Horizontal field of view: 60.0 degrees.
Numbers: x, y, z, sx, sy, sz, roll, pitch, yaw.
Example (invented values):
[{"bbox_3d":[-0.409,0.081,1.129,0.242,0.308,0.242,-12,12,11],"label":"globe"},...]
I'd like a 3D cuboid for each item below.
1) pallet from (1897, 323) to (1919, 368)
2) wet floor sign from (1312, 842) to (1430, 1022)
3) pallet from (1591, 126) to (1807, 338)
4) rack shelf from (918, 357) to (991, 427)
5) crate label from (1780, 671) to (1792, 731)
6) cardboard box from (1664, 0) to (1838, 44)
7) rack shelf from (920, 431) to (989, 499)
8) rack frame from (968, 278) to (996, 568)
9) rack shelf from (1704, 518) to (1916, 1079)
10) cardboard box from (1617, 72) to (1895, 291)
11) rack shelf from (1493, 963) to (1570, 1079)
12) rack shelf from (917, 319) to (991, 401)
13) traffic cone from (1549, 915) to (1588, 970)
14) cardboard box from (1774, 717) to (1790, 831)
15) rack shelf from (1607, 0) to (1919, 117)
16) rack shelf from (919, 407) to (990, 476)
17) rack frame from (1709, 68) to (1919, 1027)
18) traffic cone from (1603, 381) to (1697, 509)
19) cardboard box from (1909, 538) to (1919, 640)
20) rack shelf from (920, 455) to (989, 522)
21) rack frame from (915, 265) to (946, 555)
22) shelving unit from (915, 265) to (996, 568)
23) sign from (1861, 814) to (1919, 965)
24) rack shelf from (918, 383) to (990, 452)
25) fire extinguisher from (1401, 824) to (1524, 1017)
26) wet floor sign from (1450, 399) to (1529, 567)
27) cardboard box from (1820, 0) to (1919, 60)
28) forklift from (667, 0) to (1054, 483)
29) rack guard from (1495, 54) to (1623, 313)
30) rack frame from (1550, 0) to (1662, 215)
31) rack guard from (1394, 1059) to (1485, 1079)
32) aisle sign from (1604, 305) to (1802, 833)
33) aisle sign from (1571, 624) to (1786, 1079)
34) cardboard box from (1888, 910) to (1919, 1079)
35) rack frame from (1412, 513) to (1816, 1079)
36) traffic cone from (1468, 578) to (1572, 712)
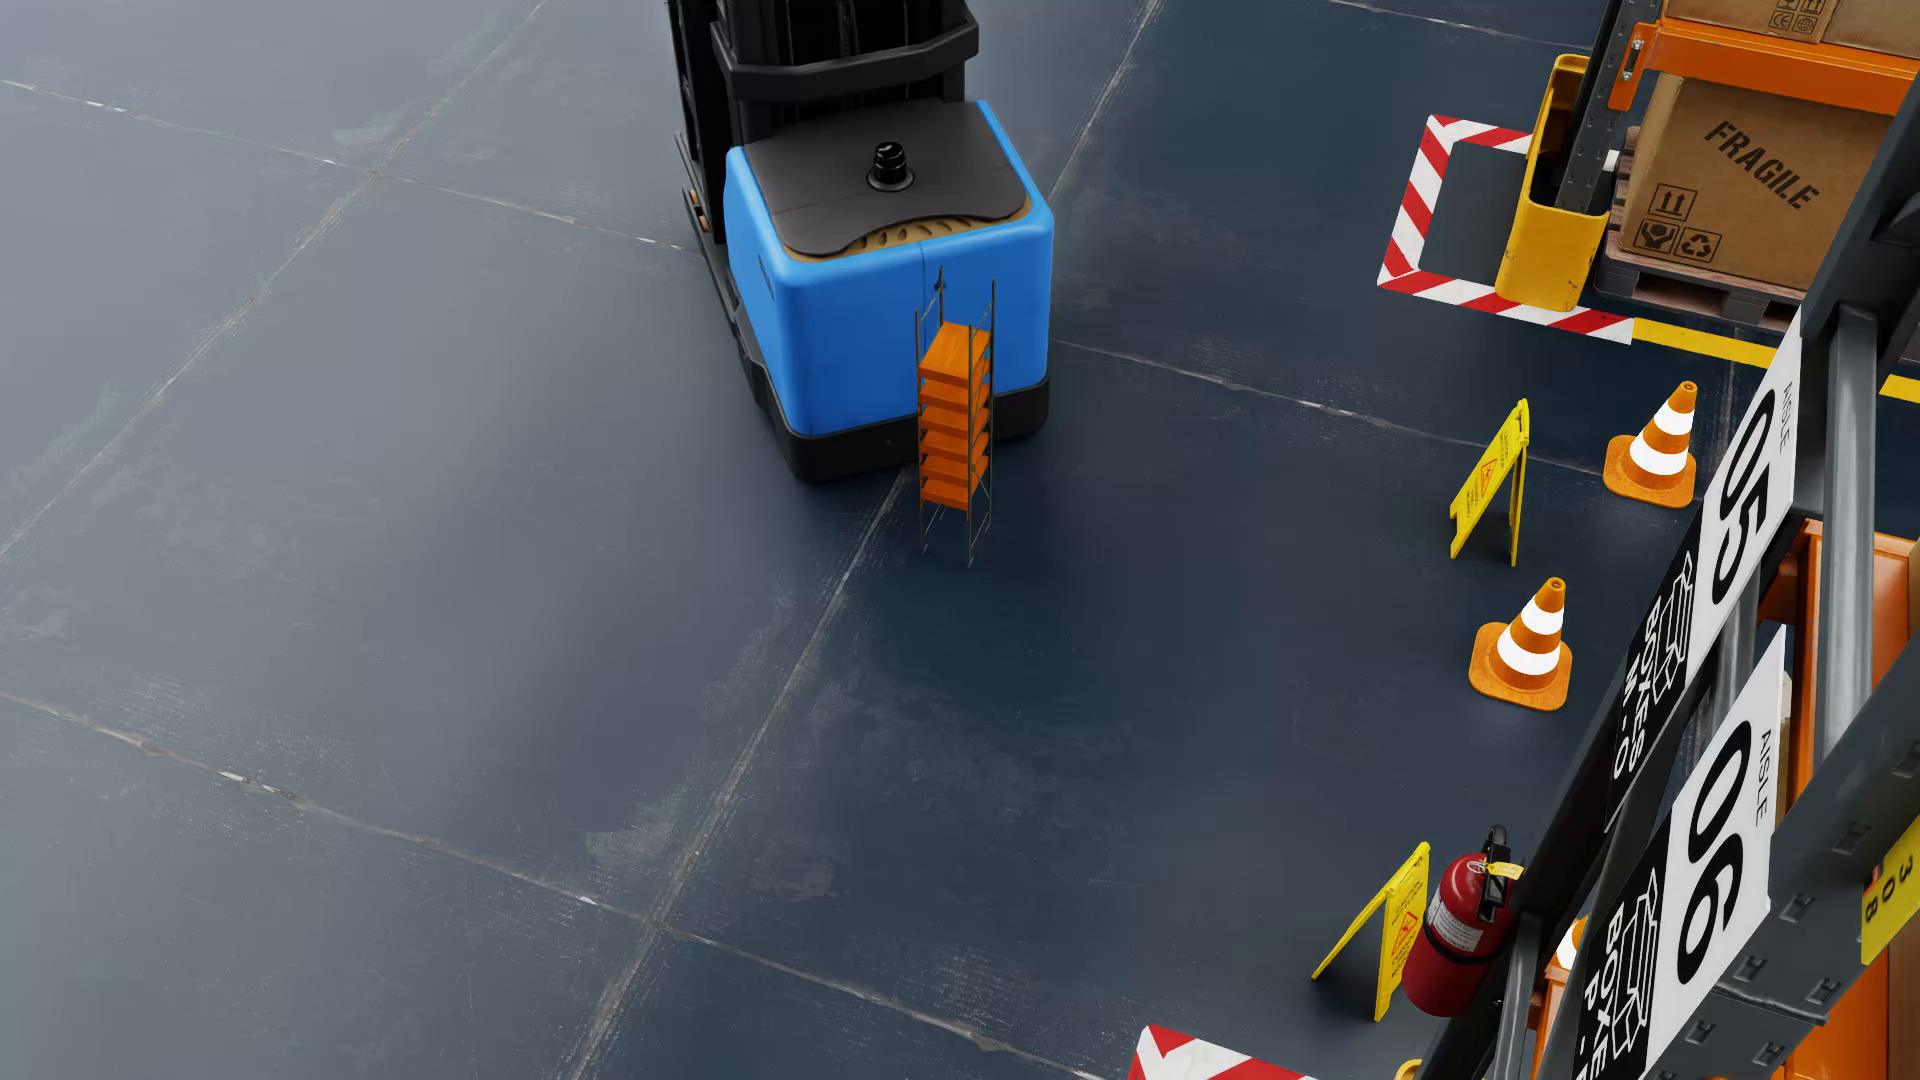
[{"bbox_3d":[4.596,-1.003,6.980,1.213,0.211,1.003,16,51,13],"label":"pallet"},{"bbox_3d":[1.250,1.107,4.864,0.232,0.644,0.267,33,57,25],"label":"wet floor sign"},{"bbox_3d":[3.456,-1.324,7.258,1.213,0.211,1.003,16,51,13],"label":"pallet"},{"bbox_3d":[-0.014,-0.525,5.652,0.180,0.103,0.258,16,51,13],"label":"rack shelf"},{"bbox_3d":[2.733,0.566,5.669,0.298,0.136,0.250,-7,49,-6],"label":"crate label"},{"bbox_3d":[3.042,-2.375,6.225,0.550,0.550,0.875,16,51,13],"label":"cardboard box"},{"bbox_3d":[-0.014,-0.289,5.924,0.180,0.103,0.258,16,51,13],"label":"rack shelf"},{"bbox_3d":[0.072,-0.373,5.779,0.006,1.200,0.240,16,51,13],"label":"rack frame"},{"bbox_3d":[2.934,0.921,1.958,4.000,0.370,1.077,16,51,13],"label":"rack shelf"},{"bbox_3d":[3.337,-1.702,6.868,0.875,0.875,0.875,16,51,13],"label":"cardboard box"},{"bbox_3d":[2.934,1.903,3.091,4.000,0.370,1.077,16,51,13],"label":"rack shelf"},{"bbox_3d":[-0.014,-0.603,5.561,0.180,0.103,0.258,16,51,13],"label":"rack shelf"},{"bbox_3d":[1.908,1.173,4.927,0.334,0.463,0.336,16,51,13],"label":"traffic cone"},{"bbox_3d":[1.613,0.665,2.764,0.500,0.500,0.700,14,51,12],"label":"cardboard box"},{"bbox_3d":[4.555,-1.632,6.155,4.000,0.370,1.077,16,51,13],"label":"rack shelf"},{"bbox_3d":[-0.014,-0.368,5.833,0.180,0.103,0.258,16,51,13],"label":"rack shelf"},{"bbox_3d":[1.058,-0.821,1.006,0.127,3.000,1.000,16,51,13],"label":"rack frame"},{"bbox_3d":[2.684,-0.415,6.303,0.334,0.463,0.336,16,51,13],"label":"traffic cone"},{"bbox_3d":[1.489,0.139,2.326,0.250,0.149,0.380,16,51,13],"label":"cardboard box"},{"bbox_3d":[-0.014,-0.210,6.015,0.180,0.103,0.258,16,51,13],"label":"rack shelf"},{"bbox_3d":[-0.099,-0.421,5.821,0.006,1.200,0.240,16,51,13],"label":"rack frame"},{"bbox_3d":[-0.014,-0.397,5.800,0.189,1.200,0.258,16,51,13],"label":"shelving unit"},{"bbox_3d":[0.870,0.260,1.476,0.005,0.325,0.100,16,51,13],"label":"sign"},{"bbox_3d":[-0.014,-0.446,5.743,0.180,0.103,0.258,16,51,13],"label":"rack shelf"},{"bbox_3d":[1.110,0.813,3.612,0.183,0.674,0.296,16,51,13],"label":"fire extinguisher"},{"bbox_3d":[1.965,-0.224,6.017,0.232,0.644,0.267,8,50,7],"label":"wet floor sign"},{"bbox_3d":[3.566,-2.247,6.113,0.550,0.550,0.875,16,51,13],"label":"cardboard box"},{"bbox_3d":[-0.599,-2.320,6.321,1.130,2.935,3.031,-14,51,-12],"label":"forklift"},{"bbox_3d":[2.656,-1.579,7.288,0.348,0.500,1.175,16,51,13],"label":"rack guard"},{"bbox_3d":[2.678,-2.391,6.338,0.127,3.000,1.000,16,51,13],"label":"rack frame"},{"bbox_3d":[1.129,1.983,4.201,0.348,0.500,1.175,16,51,13],"label":"rack guard"},{"bbox_3d":[1.100,0.071,2.483,0.004,0.787,0.394,16,51,13],"label":"aisle sign"},{"bbox_3d":[0.892,0.496,2.115,0.004,0.787,0.394,16,51,13],"label":"aisle sign"},{"bbox_3d":[1.256,0.561,1.960,0.250,0.149,0.380,16,51,13],"label":"cardboard box"},{"bbox_3d":[1.058,1.144,3.274,0.127,3.000,1.000,16,51,13],"label":"rack frame"},{"bbox_3d":[1.974,0.297,5.686,0.334,0.463,0.336,16,51,13],"label":"traffic cone"}]
